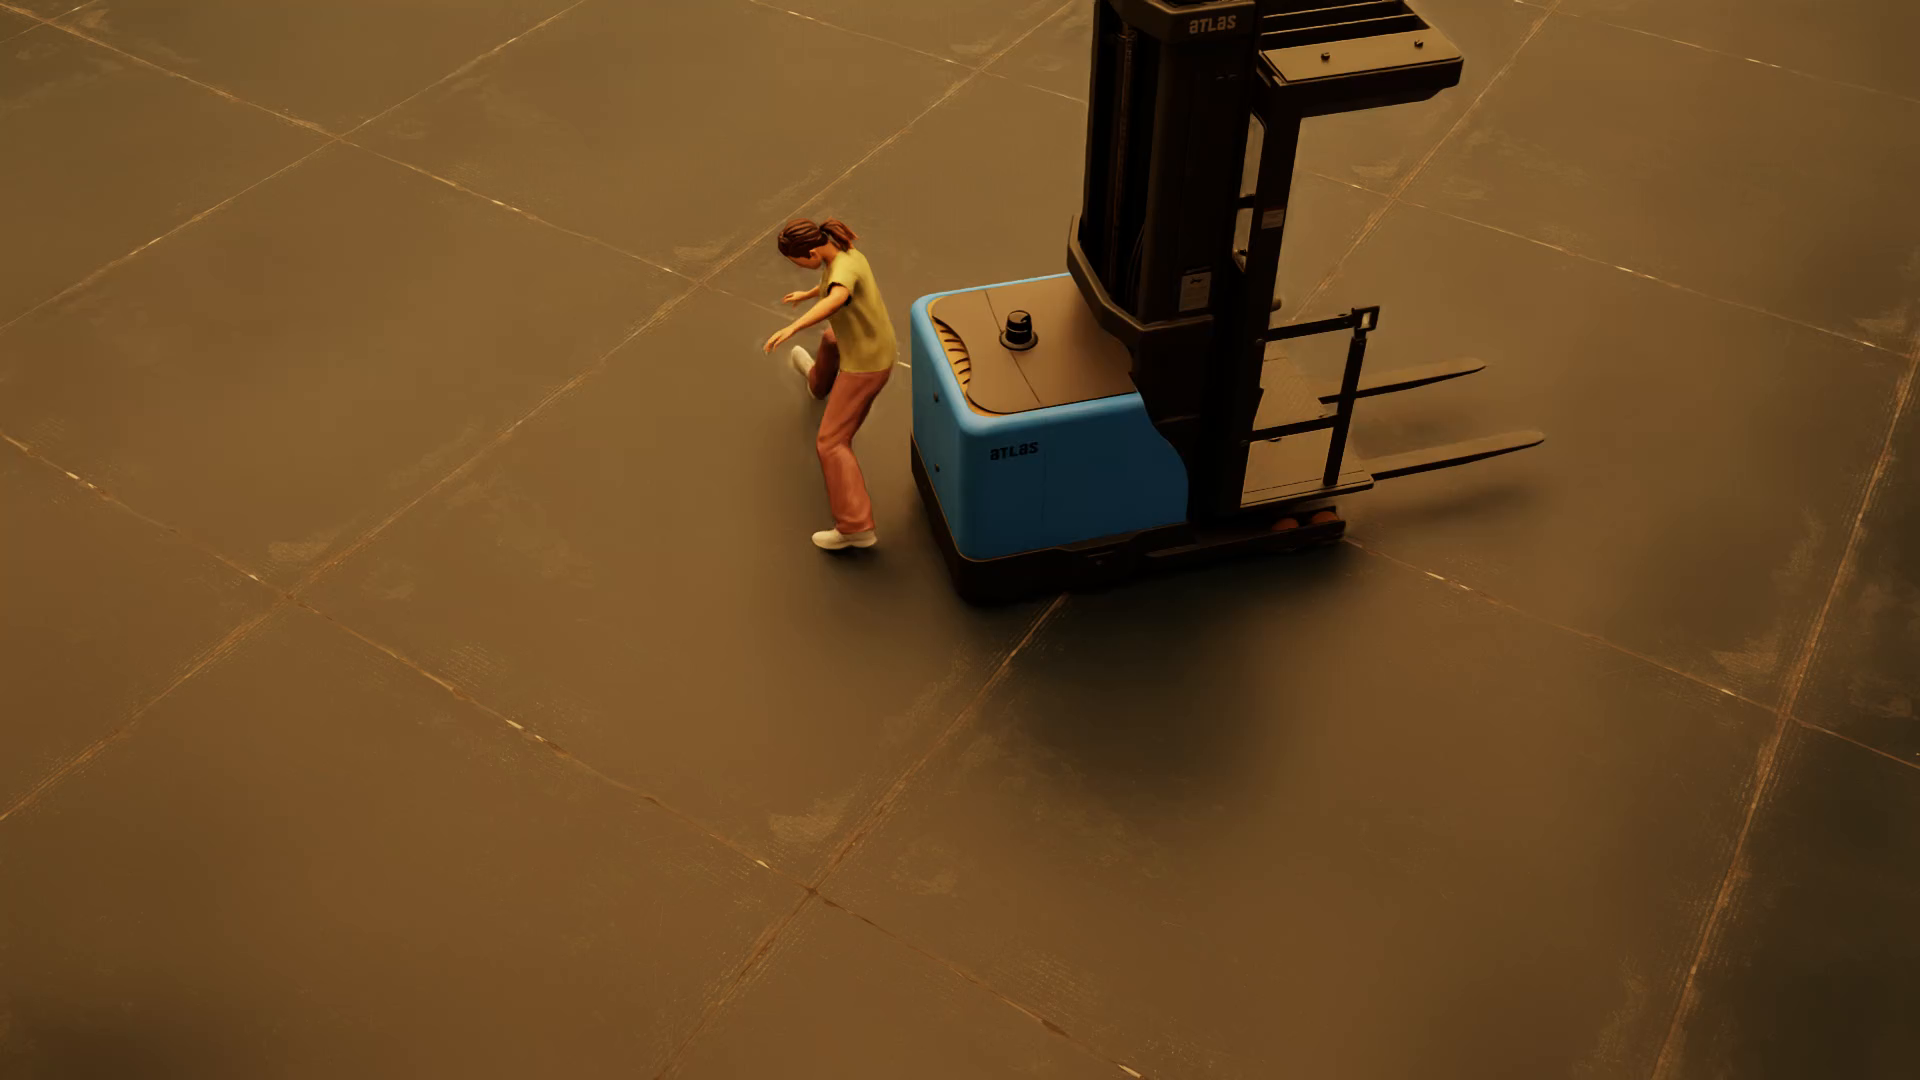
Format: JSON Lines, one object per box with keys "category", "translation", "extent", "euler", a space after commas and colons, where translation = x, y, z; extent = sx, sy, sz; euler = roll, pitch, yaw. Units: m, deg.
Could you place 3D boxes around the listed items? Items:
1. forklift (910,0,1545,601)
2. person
{"category": "forklift", "translation": [1.334, -1.345, 7.267], "extent": [3.031, 2.935, 1.130], "euler": [-11, 45, -11]}
{"category": "person", "translation": [-0.643, -0.867, 7.928], "extent": [0.785, 1.345, 1.274], "euler": [10, 44, 10]}
